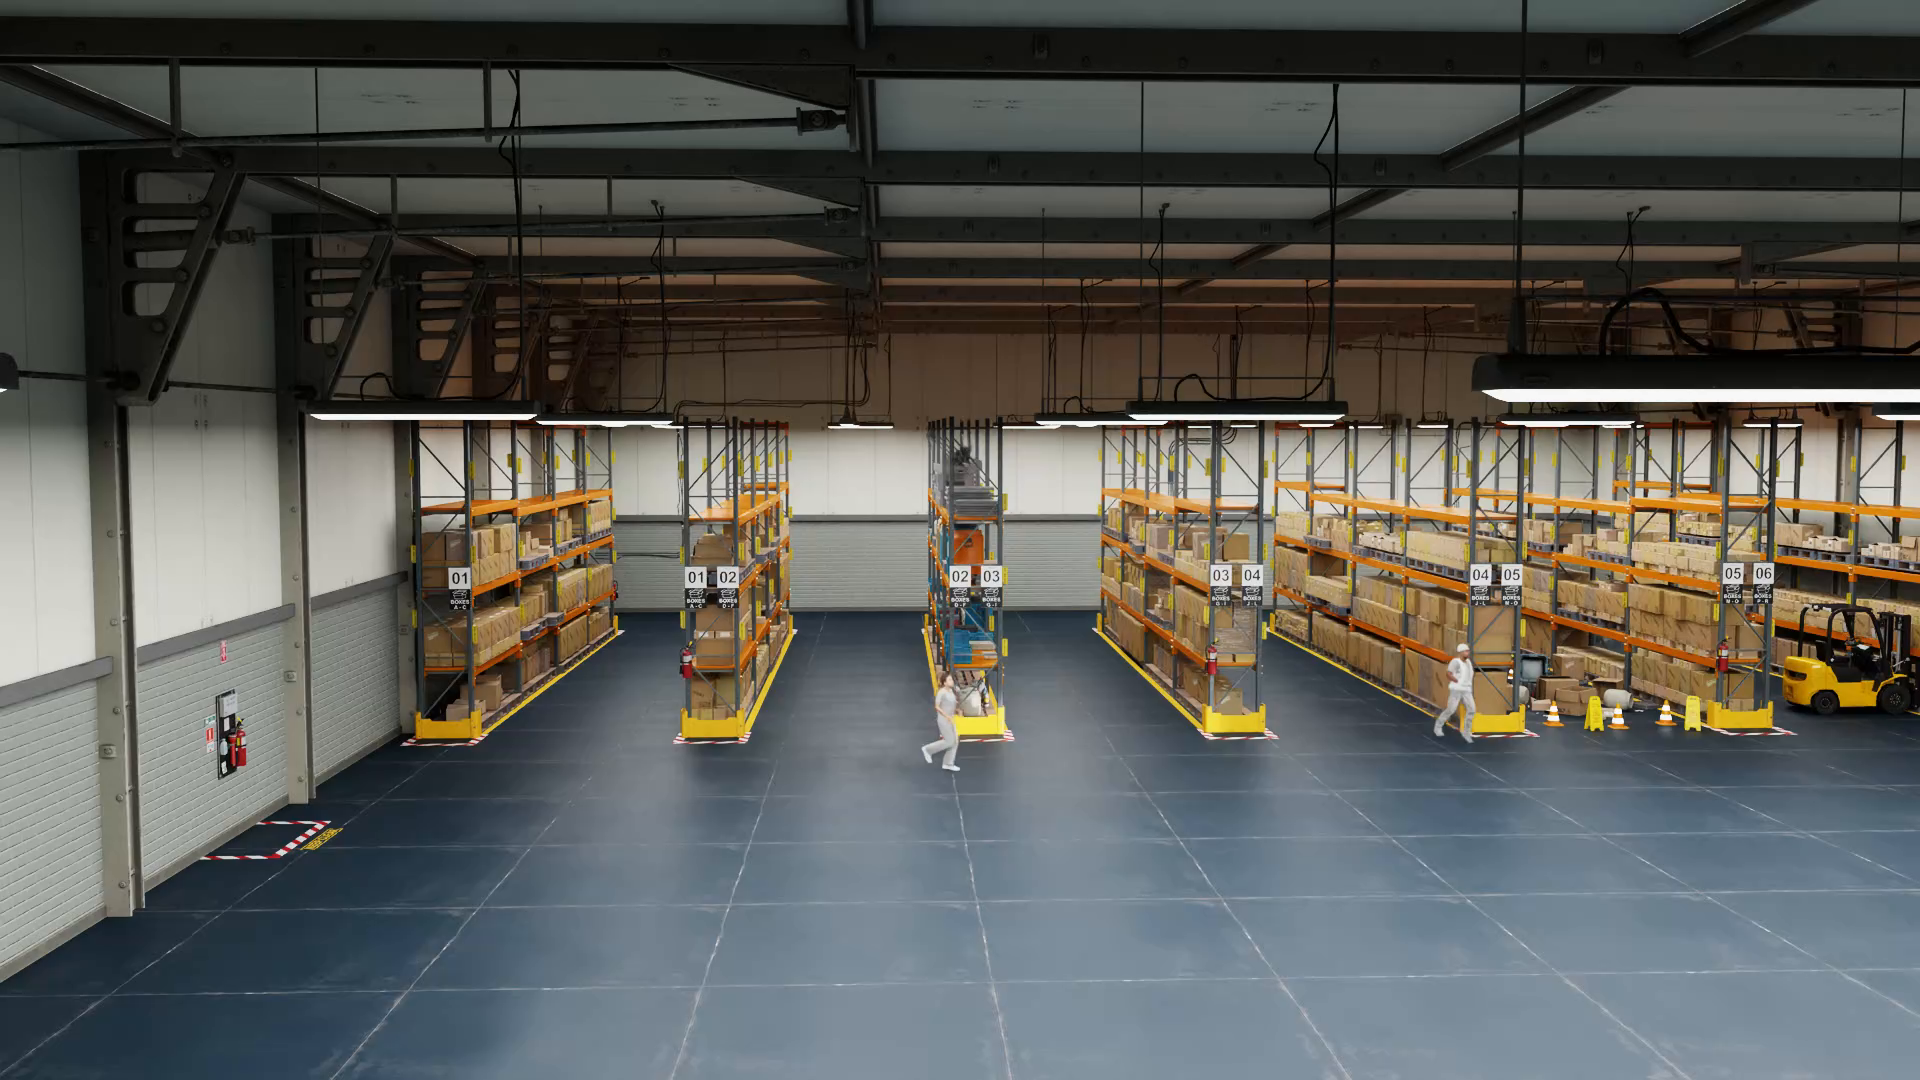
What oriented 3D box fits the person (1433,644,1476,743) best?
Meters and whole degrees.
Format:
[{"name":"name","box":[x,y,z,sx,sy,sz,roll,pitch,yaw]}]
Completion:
[{"name":"person","box":[9.313,2.829,30.907,0.741,1.805,0.809,-2,4,-34]}]

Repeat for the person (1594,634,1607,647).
[{"name":"person","box":[16.866,1.957,43.834,0.657,1.755,0.971,-1,4,-9]}]

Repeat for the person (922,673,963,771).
[{"name":"person","box":[-0.284,3.078,28.222,0.634,1.637,0.566,2,4,23]}]
